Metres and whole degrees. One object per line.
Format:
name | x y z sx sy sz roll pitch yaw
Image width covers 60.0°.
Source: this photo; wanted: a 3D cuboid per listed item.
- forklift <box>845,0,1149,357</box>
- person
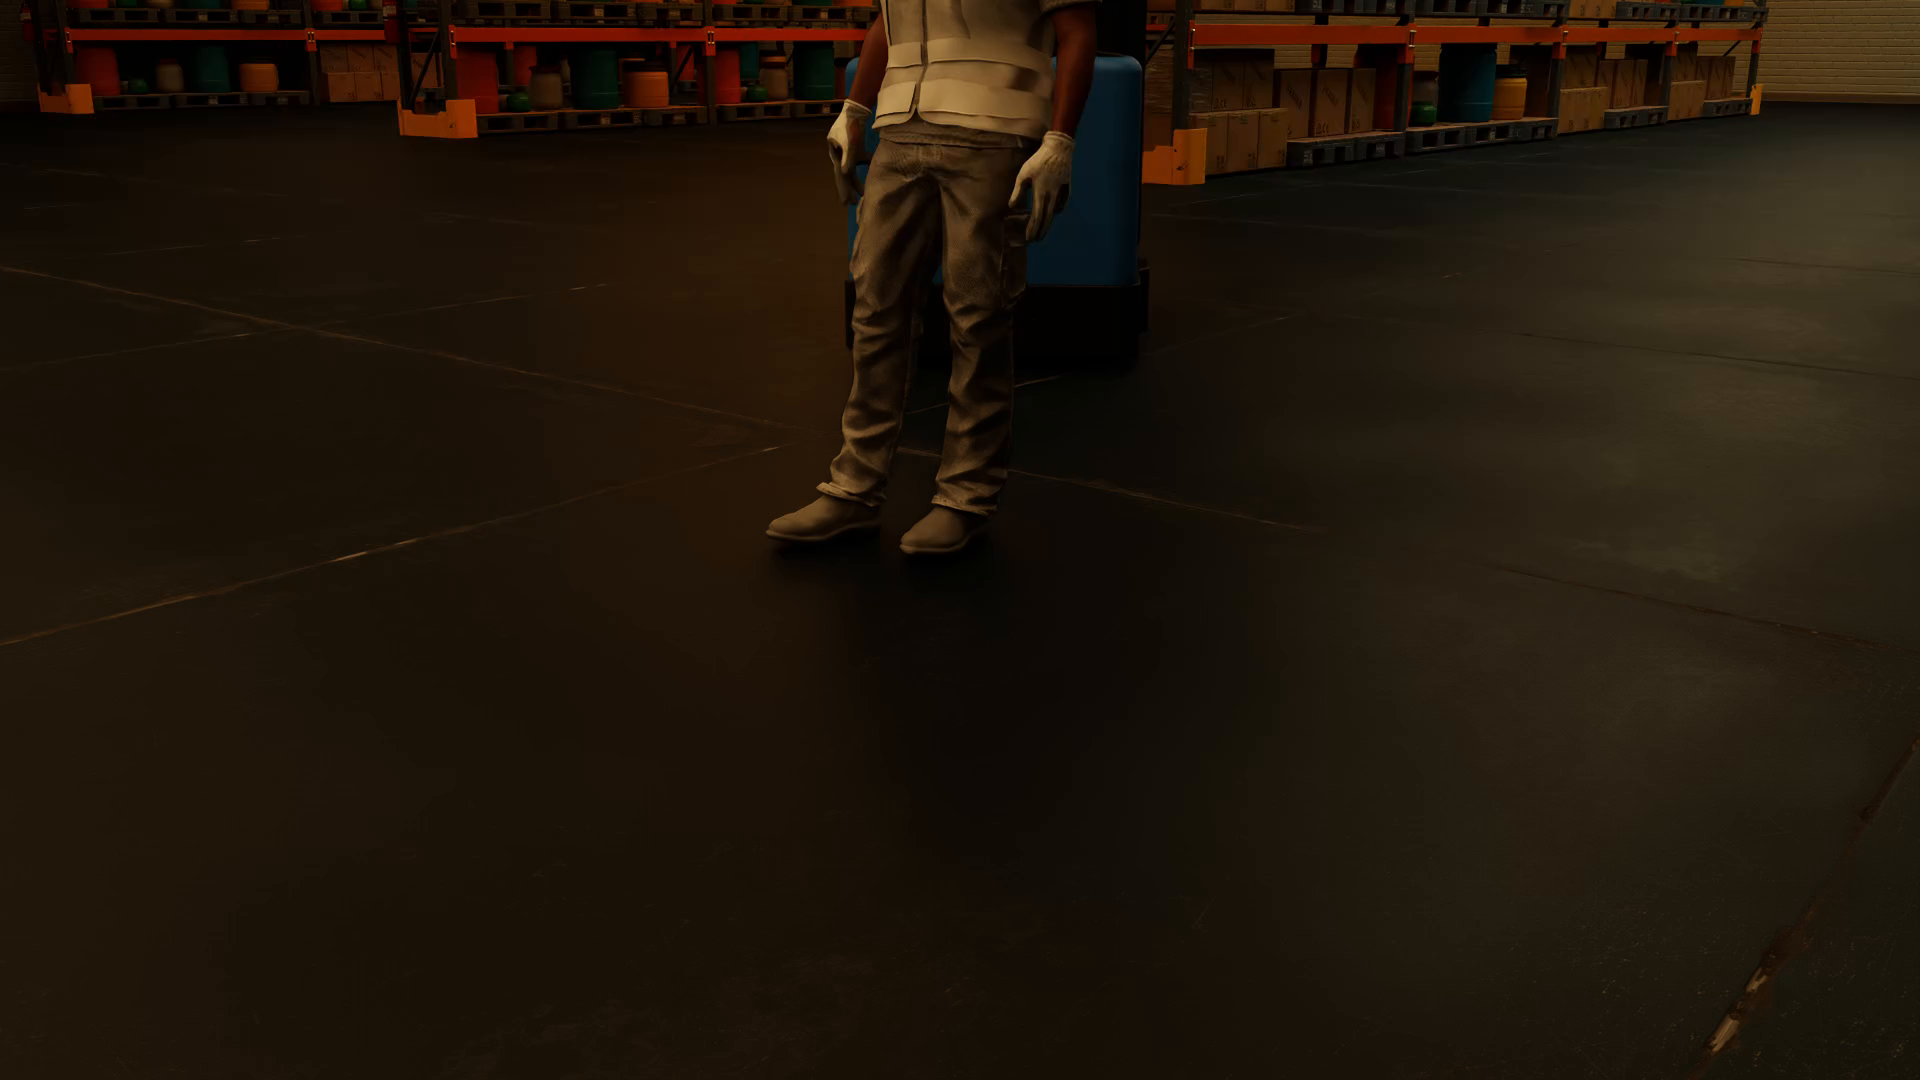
forklift | 0.234 -2.431 6.904 1.130 2.935 3.031 1 17 5
person | -0.053 -0.845 3.632 0.657 1.785 0.575 13 21 37
